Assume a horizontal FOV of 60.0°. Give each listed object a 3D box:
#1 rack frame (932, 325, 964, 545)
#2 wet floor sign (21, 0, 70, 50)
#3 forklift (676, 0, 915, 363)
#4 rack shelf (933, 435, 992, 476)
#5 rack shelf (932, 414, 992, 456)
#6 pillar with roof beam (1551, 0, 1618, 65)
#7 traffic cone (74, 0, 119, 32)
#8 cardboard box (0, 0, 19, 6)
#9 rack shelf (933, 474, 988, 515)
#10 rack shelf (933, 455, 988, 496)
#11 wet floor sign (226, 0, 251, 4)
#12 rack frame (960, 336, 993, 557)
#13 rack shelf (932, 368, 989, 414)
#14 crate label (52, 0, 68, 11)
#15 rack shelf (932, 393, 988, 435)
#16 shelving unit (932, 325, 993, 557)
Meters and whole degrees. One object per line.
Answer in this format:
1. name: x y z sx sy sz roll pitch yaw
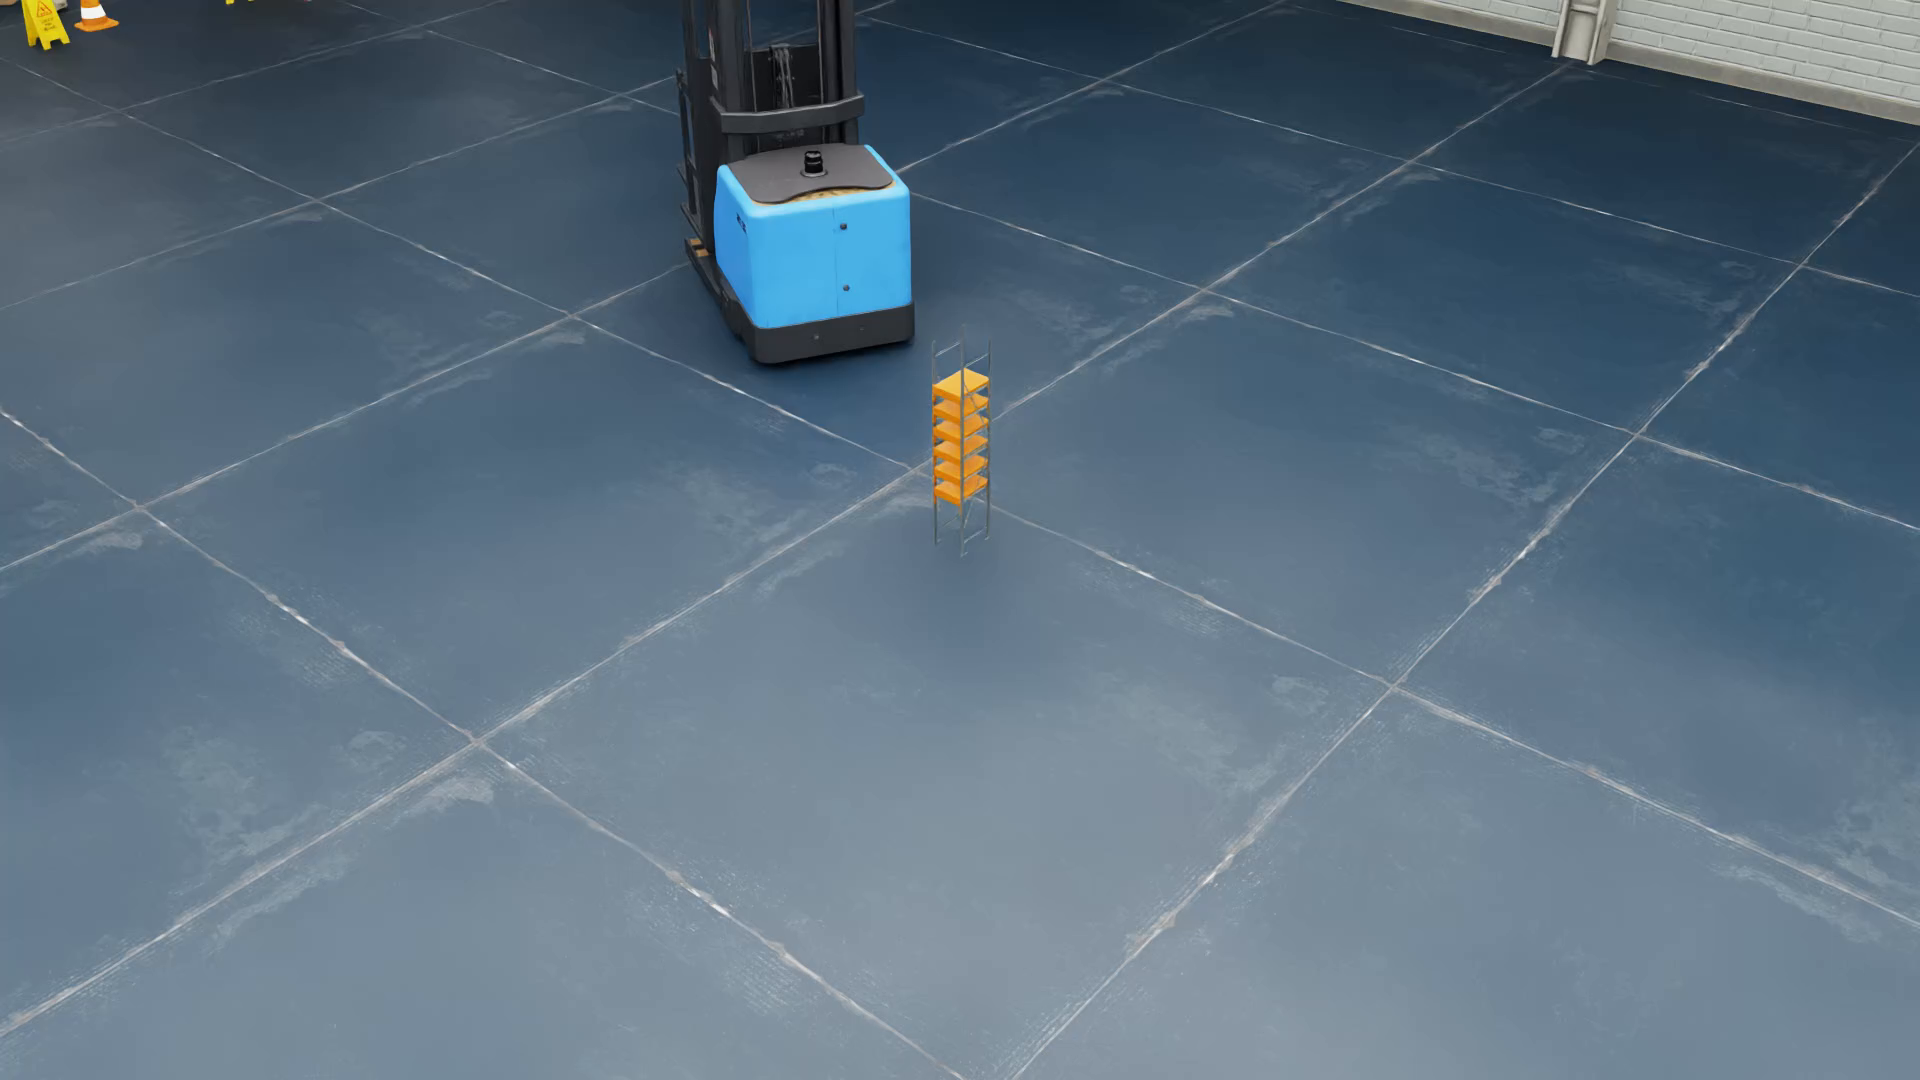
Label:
1. rack frame: -0.059 -0.523 8.533 0.006 1.200 0.240 25 42 32
2. wet floor sign: -8.543 -4.917 15.422 0.232 0.644 0.267 18 38 24
3. forklift: -1.286 -3.130 10.801 1.130 2.935 3.031 -12 36 -17
4. rack shelf: 0.011 -0.453 8.510 0.180 0.103 0.258 25 42 32
5. rack shelf: 0.011 -0.552 8.442 0.180 0.103 0.258 25 42 32
6. pillar with roof beam: 2.940 -6.286 10.036 0.400 9.000 9.100 25 42 32
7. traffic cone: -8.347 -5.170 15.951 0.334 0.463 0.336 25 42 32
8. cardboard box: -9.712 -5.733 16.735 0.637 0.503 0.797 0 34 0
9. rack shelf: 0.011 -0.255 8.646 0.180 0.103 0.258 25 42 32
10. rack shelf: 0.011 -0.354 8.578 0.180 0.103 0.258 25 42 32
11. wet floor sign: -7.281 -5.722 16.594 0.267 0.644 0.232 -18 38 -25
12. rack frame: 0.081 -0.456 8.437 0.006 1.200 0.240 25 42 32
13. rack shelf: 0.011 -0.749 8.306 0.180 0.103 0.258 25 42 32
14. crate label: -8.991 -5.293 16.419 0.298 0.136 0.250 6 35 8
15. rack shelf: 0.011 -0.651 8.374 0.180 0.103 0.258 25 42 32
16. shelving unit: 0.011 -0.489 8.485 0.189 1.200 0.258 25 42 32
